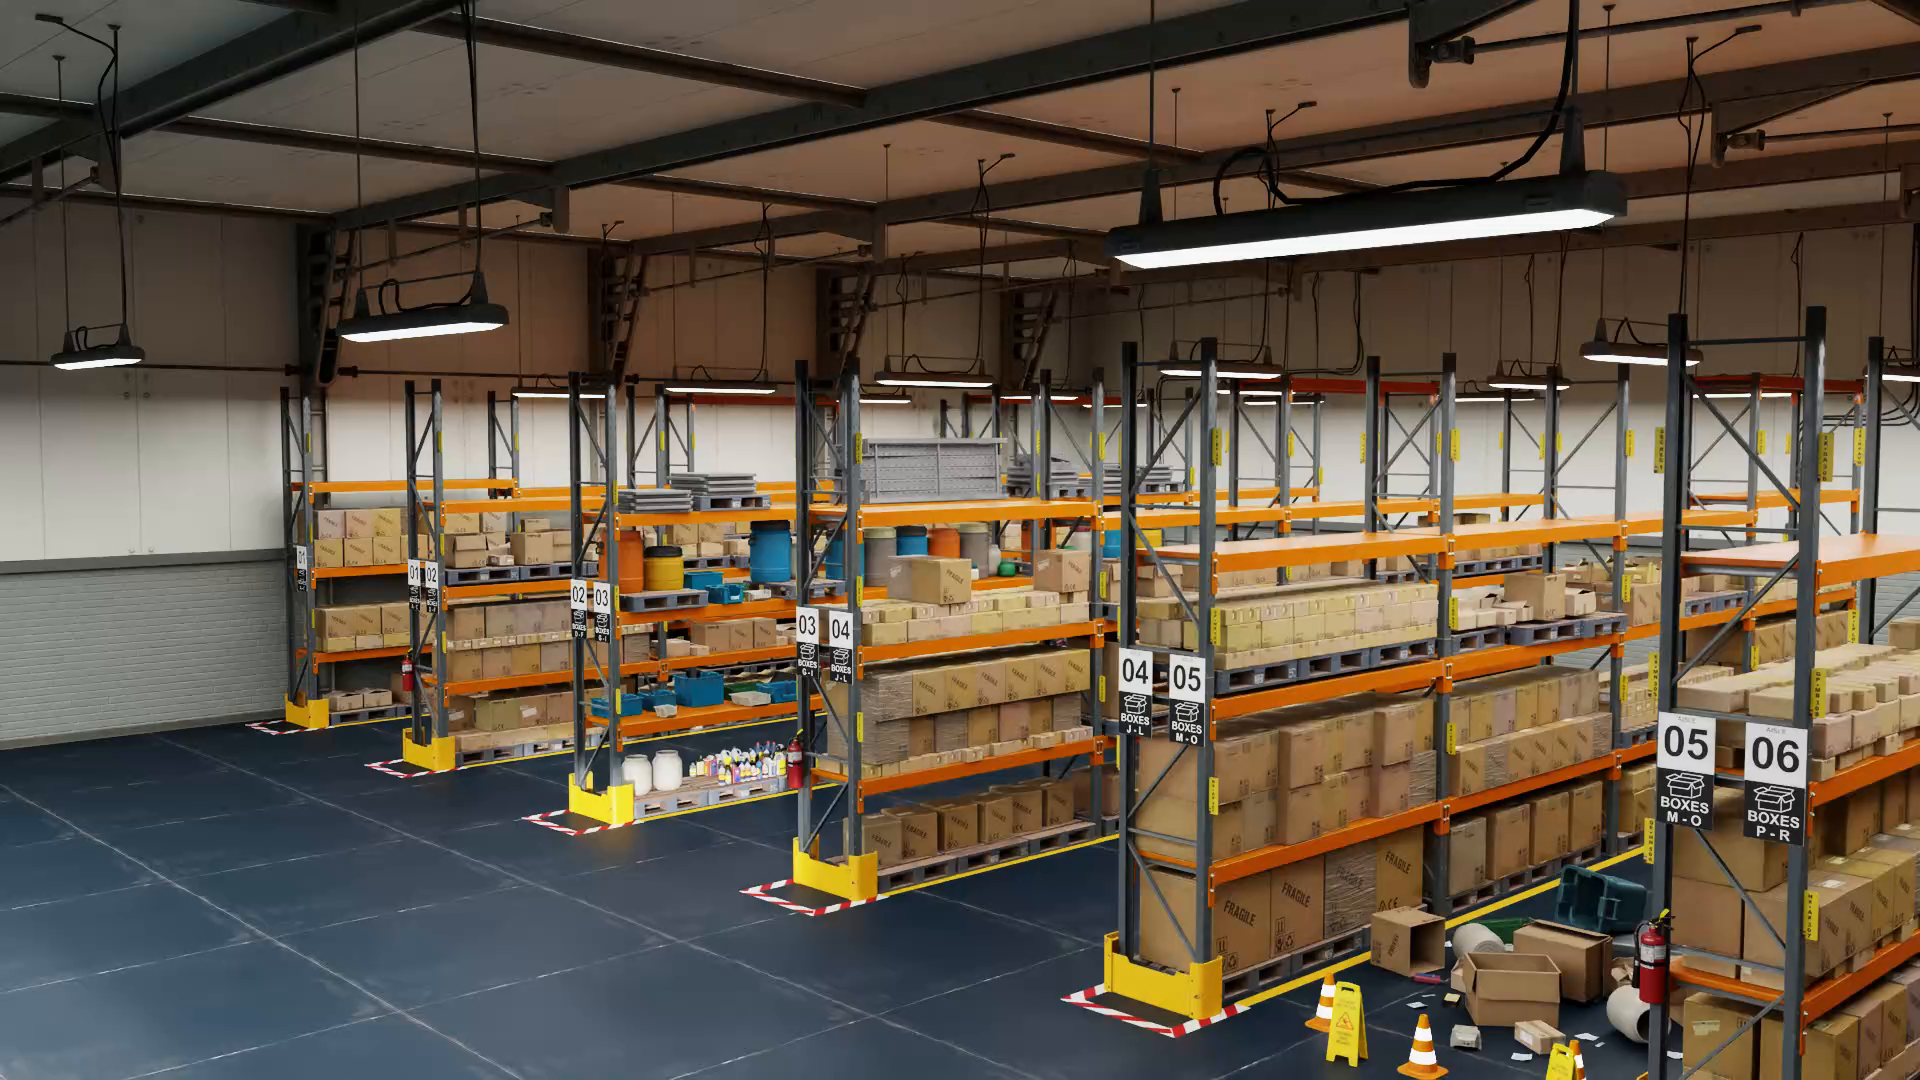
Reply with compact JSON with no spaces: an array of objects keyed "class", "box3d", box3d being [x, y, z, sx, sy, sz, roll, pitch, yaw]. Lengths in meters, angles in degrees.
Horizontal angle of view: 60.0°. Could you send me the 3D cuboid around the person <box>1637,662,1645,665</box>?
[{"class":"person","box3d":[10.602,2.709,25.906,0.578,1.600,0.635,4,5,45]}]
